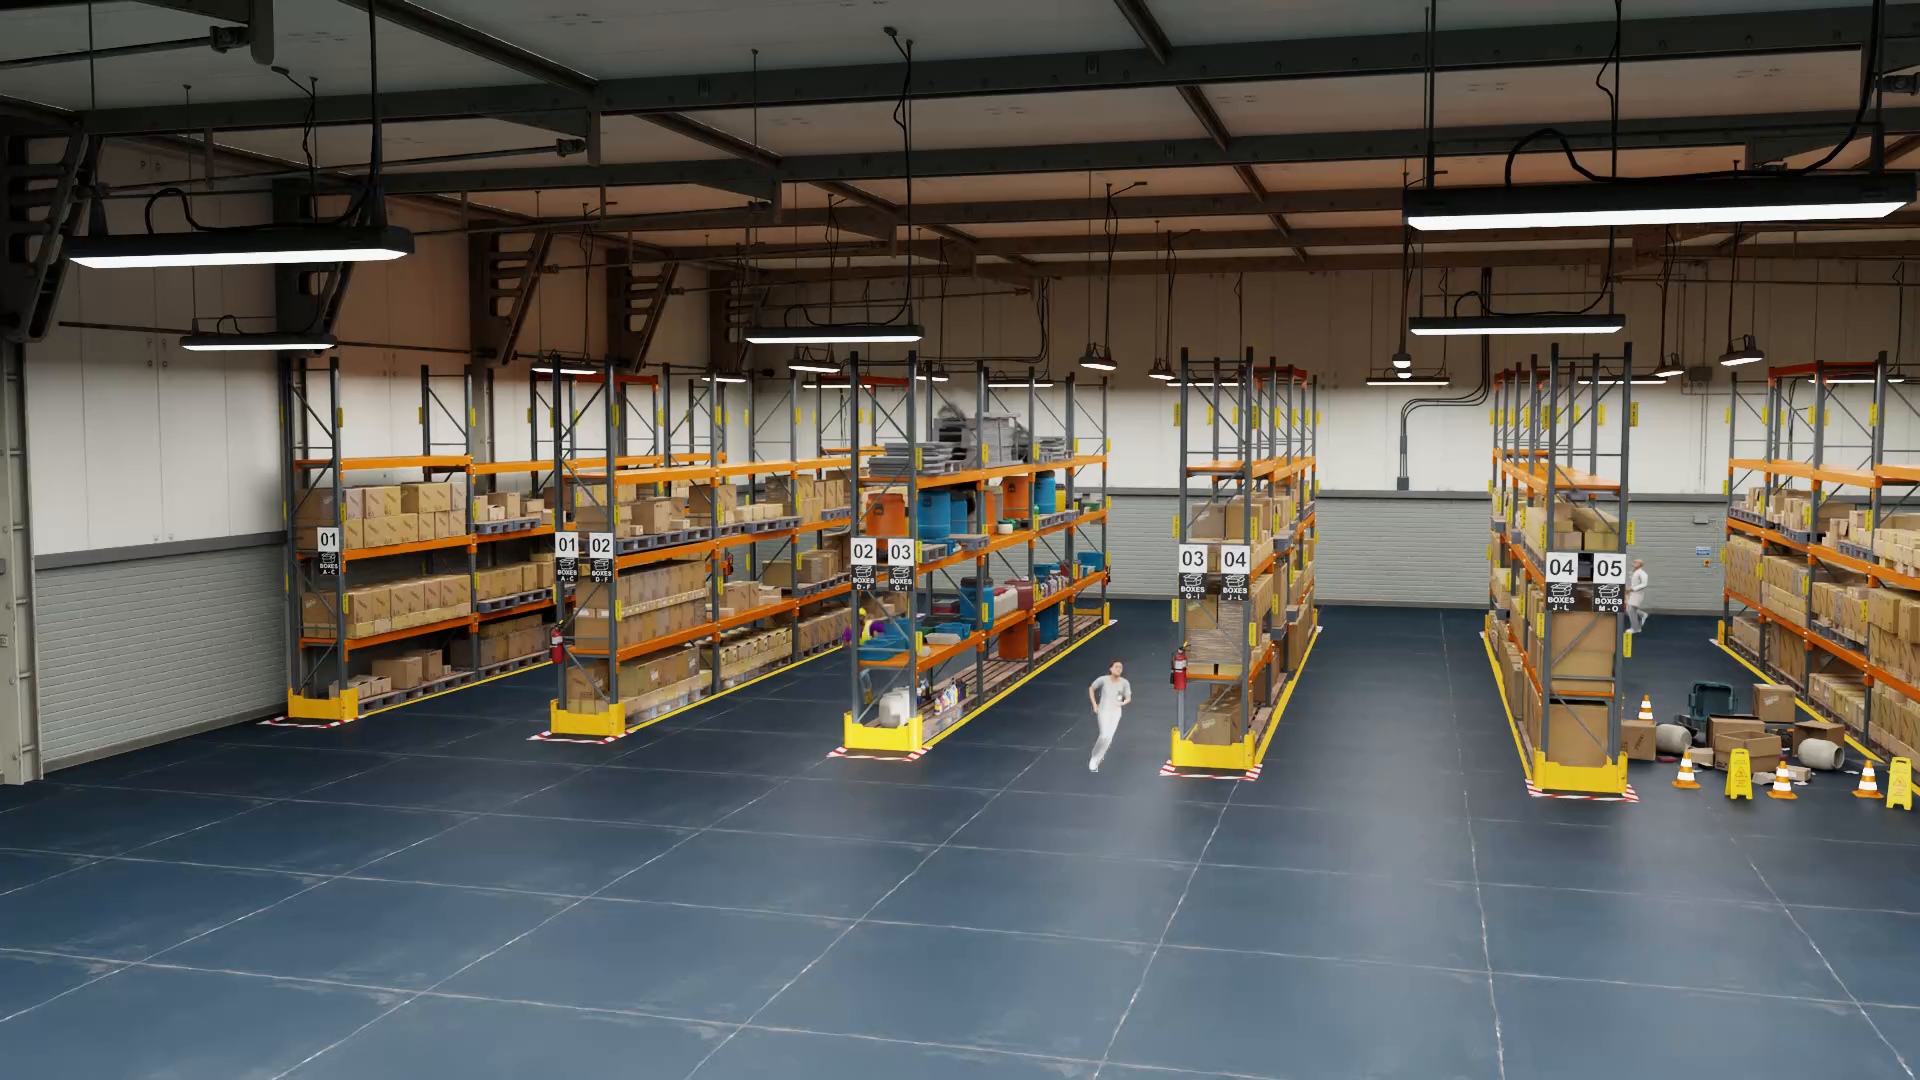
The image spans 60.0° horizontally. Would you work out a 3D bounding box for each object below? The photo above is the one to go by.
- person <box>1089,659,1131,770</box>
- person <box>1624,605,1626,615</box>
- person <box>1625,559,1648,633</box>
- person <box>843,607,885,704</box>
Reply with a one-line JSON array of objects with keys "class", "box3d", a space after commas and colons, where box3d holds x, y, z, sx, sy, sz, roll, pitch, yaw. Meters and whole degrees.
[{"class": "person", "box3d": [2.119, 2.470, 23.459, 0.606, 1.597, 0.599, -1, 4, -10]}, {"class": "person", "box3d": [12.996, 1.737, 33.310, 0.650, 1.673, 0.766, 1, 4, 18]}, {"class": "person", "box3d": [15.760, 1.300, 38.762, 0.622, 1.736, 0.709, 0, 4, -2]}, {"class": "person", "box3d": [-1.666, 2.011, 28.807, 0.743, 1.709, 0.745, 1, 4, 19]}]
